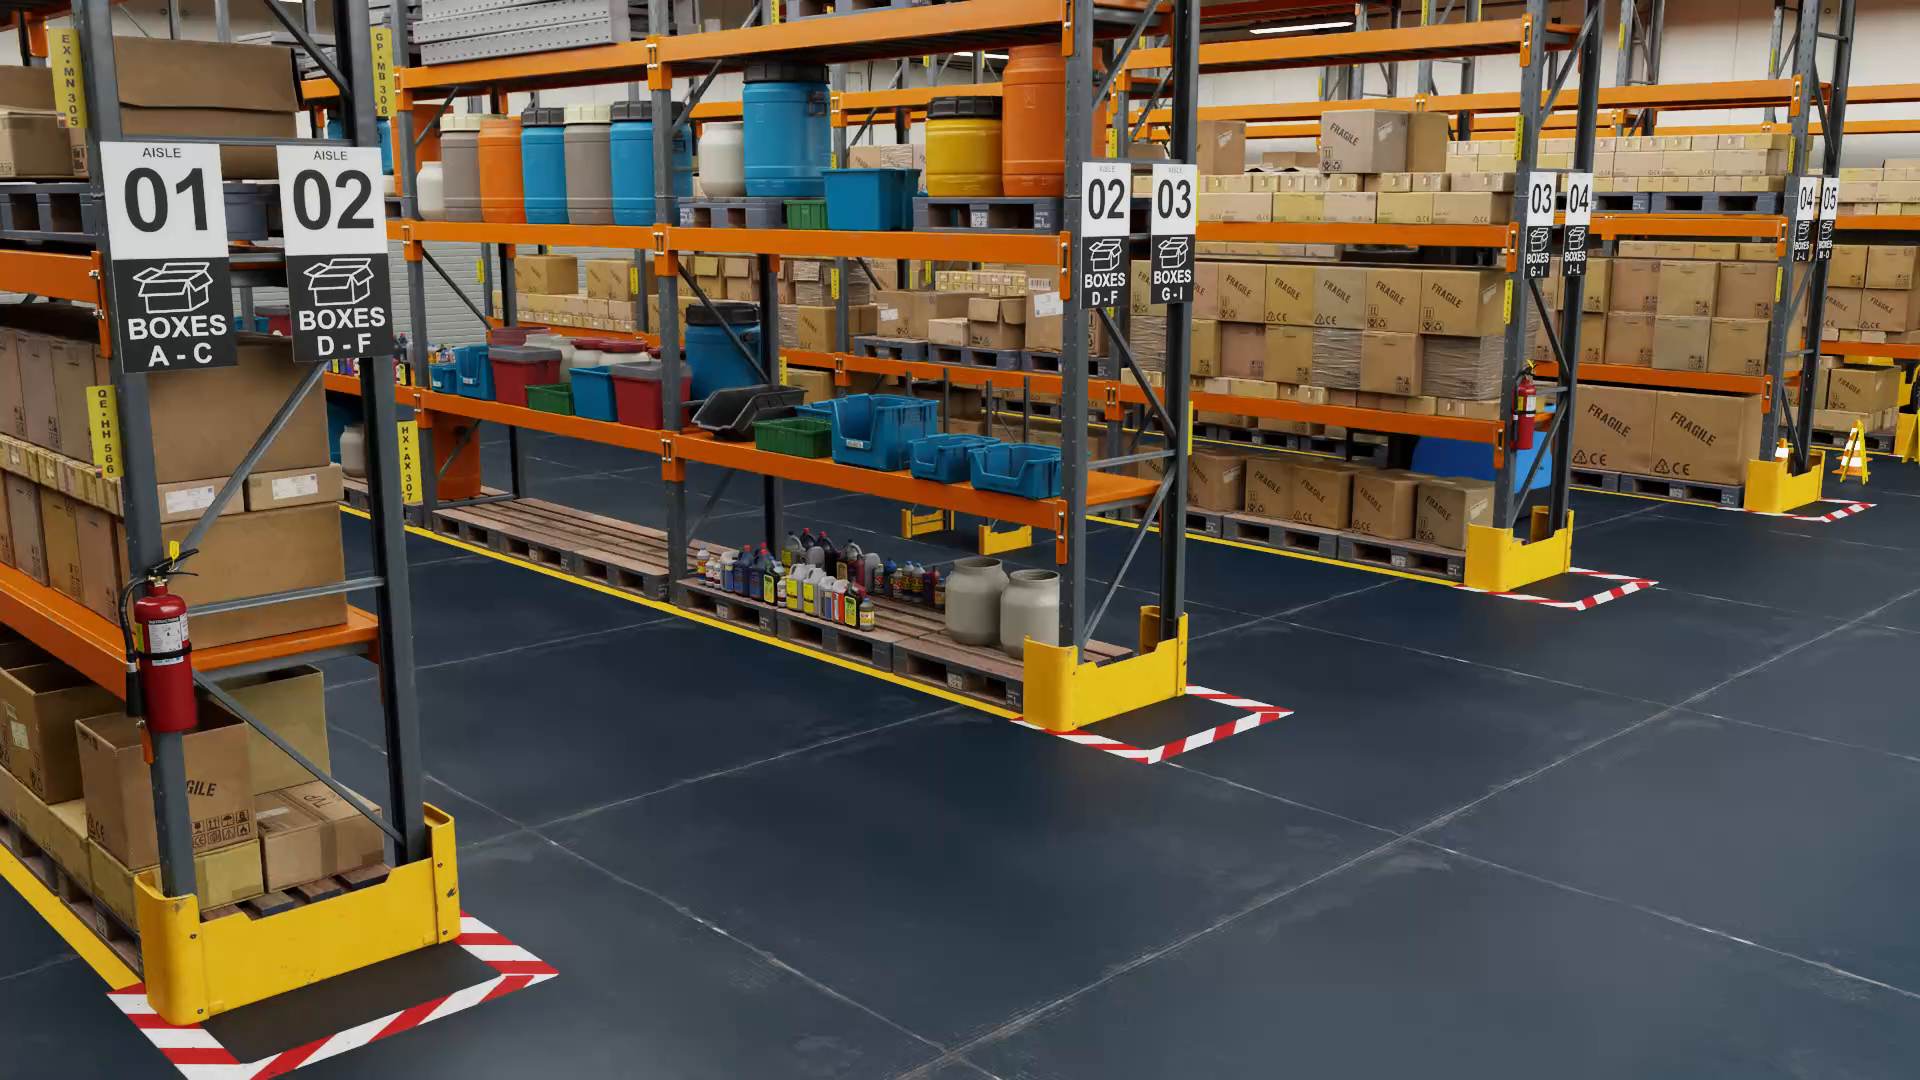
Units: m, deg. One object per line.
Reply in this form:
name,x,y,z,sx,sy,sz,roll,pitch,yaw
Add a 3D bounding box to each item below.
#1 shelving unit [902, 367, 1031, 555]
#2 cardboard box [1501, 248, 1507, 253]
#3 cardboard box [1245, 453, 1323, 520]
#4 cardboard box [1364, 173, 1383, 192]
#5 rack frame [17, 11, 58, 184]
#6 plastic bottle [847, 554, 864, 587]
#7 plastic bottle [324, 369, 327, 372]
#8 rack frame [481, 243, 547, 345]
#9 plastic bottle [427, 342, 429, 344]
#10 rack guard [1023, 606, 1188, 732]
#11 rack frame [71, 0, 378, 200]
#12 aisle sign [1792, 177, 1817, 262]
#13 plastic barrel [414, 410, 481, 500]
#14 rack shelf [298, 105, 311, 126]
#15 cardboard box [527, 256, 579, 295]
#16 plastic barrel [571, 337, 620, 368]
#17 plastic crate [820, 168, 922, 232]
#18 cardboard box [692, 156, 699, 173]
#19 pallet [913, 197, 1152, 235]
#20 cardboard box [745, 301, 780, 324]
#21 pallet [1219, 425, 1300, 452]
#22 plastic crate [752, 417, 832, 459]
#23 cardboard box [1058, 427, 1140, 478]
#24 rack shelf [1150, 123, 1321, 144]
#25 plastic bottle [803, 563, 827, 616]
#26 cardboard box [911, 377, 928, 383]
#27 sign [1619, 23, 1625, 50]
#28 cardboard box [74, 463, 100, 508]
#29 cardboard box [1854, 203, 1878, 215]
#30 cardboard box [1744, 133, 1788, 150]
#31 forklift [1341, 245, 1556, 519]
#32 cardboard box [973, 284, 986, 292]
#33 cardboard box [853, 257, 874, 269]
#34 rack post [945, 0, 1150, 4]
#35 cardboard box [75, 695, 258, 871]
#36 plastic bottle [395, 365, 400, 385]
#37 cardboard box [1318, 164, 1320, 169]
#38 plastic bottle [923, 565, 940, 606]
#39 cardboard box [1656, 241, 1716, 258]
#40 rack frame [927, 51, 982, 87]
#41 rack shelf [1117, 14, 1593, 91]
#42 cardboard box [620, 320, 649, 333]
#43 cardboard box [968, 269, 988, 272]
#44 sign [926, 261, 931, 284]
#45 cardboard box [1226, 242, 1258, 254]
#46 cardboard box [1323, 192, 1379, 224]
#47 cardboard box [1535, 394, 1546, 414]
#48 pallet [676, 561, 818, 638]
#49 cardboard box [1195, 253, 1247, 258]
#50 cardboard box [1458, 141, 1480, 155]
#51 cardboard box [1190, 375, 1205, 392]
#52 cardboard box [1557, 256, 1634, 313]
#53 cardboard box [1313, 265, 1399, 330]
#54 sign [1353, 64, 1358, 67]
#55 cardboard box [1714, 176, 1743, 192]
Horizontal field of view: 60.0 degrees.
shelving unit,0.053,-0.723,14.706,0.587,1.500,1.083,-11,16,-43
cardboard box,7.785,-4.006,23.289,0.250,0.149,0.380,11,16,43
cardboard box,2.925,-0.491,15.014,0.500,0.500,0.500,10,15,40
cardboard box,3.502,-2.906,13.531,0.380,0.149,0.250,-11,16,-42
rack frame,-5.376,-3.294,8.599,1.000,3.000,0.127,-11,16,-43
plastic bottle,-0.749,0.238,11.965,0.061,0.283,0.133,-11,16,-43
plastic bottle,-6.344,-1.825,16.656,0.097,0.271,0.097,0,12,0
rack frame,-6.495,-3.487,24.402,1.000,3.000,0.127,-11,16,-43
plastic bottle,-5.383,-1.855,16.772,0.061,0.283,0.133,-11,16,-43
rack guard,0.885,0.758,9.993,1.175,0.500,0.348,-11,16,-43
rack frame,-2.613,-2.710,5.765,1.000,3.000,0.127,-11,16,-43
aisle sign,8.043,-3.049,15.836,0.394,0.787,0.004,-11,16,-43
plastic barrel,-4.903,-0.841,15.897,0.600,0.830,0.708,-11,16,-43
rack shelf,-8.697,-4.895,19.143,1.077,0.370,4.000,-11,16,-43
cardboard box,-5.652,-3.671,23.072,0.500,0.500,0.500,11,16,44
plastic barrel,-3.098,-1.452,14.190,0.433,0.535,0.433,0,12,0
plastic crate,-0.563,-2.159,10.564,0.392,0.384,0.575,-11,16,-43
cardboard box,-3.325,-4.544,20.810,0.700,0.500,0.500,-10,16,-41
pallet,0.471,-1.973,10.087,1.003,0.211,1.213,-11,16,-43
cardboard box,-2.192,-2.555,19.630,0.500,0.500,0.500,11,16,43
pallet,4.015,-1.326,20.827,1.003,0.211,1.213,-11,16,-43
plastic crate,-1.057,-0.704,11.421,0.450,0.188,0.662,-11,16,-43
cardboard box,1.383,-0.819,16.559,0.500,0.500,0.700,10,15,41
rack shelf,4.815,-6.382,26.363,1.077,0.370,4.000,-11,16,-43
plastic bottle,-0.981,0.329,11.356,0.144,0.351,0.185,-10,15,-40
cardboard box,-0.593,-2.399,25.145,0.380,0.149,0.250,-11,16,-42
sign,8.562,-6.512,21.510,0.100,0.325,0.005,-11,16,-43
cardboard box,-3.374,-0.243,6.802,0.380,0.149,0.250,-11,16,-43
cardboard box,10.918,-3.967,19.923,0.380,0.149,0.250,-10,15,-41
cardboard box,7.733,-3.821,15.950,0.380,0.149,0.250,-11,16,-42
forklift,4.431,-1.837,16.567,1.130,2.935,3.031,-11,16,-42
cardboard box,0.402,-3.573,23.666,0.250,0.149,0.380,11,16,43
cardboard box,-1.300,-4.446,25.596,0.500,0.500,0.500,-10,16,-41
rack post,0.542,-3.283,9.785,0.937,0.300,0.954,-9,15,-37
cardboard box,-3.199,0.965,6.709,0.500,0.500,0.500,-11,16,-43
plastic bottle,-5.207,-1.551,15.497,0.097,0.201,0.097,0,12,0
cardboard box,5.827,-5.460,25.248,0.637,0.503,0.797,11,16,42
plastic bottle,-0.198,0.310,11.616,0.061,0.283,0.133,-11,16,-42
cardboard box,9.443,-3.629,21.629,0.700,0.500,0.500,-11,16,-42
rack frame,-0.076,-6.518,24.247,1.000,3.000,0.127,-11,16,-43
rack shelf,3.173,-4.028,13.953,1.077,0.370,4.000,-11,16,-43
cardboard box,-4.181,-2.779,21.589,0.380,0.149,0.250,-11,16,-42
cardboard box,0.342,-3.922,24.623,0.380,0.149,0.250,-10,15,-40
sign,-0.463,-3.927,24.392,0.100,0.325,0.005,-11,16,-43
cardboard box,4.608,-4.500,26.594,0.500,0.500,0.500,-11,16,-43
cardboard box,3.342,-2.731,13.671,0.500,0.250,0.500,-10,16,-41
cardboard box,4.529,-1.104,13.457,0.380,0.149,0.250,-11,16,-43
pallet,-1.357,0.424,12.329,1.003,0.211,1.213,-11,16,-43
cardboard box,3.339,-3.394,21.226,0.700,0.500,0.500,-11,16,-43
cardboard box,5.631,-4.266,18.107,0.380,0.149,0.250,-11,16,-43
cardboard box,2.258,-1.433,15.057,0.380,0.149,0.250,-11,16,-43
cardboard box,6.788,-2.717,17.620,0.875,0.550,0.500,-11,16,-43
cardboard box,3.302,-2.028,13.856,0.500,0.500,0.500,-11,16,-43
sign,5.798,-7.096,24.345,0.100,0.325,0.005,-11,16,-43
cardboard box,7.563,-3.467,16.207,0.380,0.149,0.250,-11,16,-42
